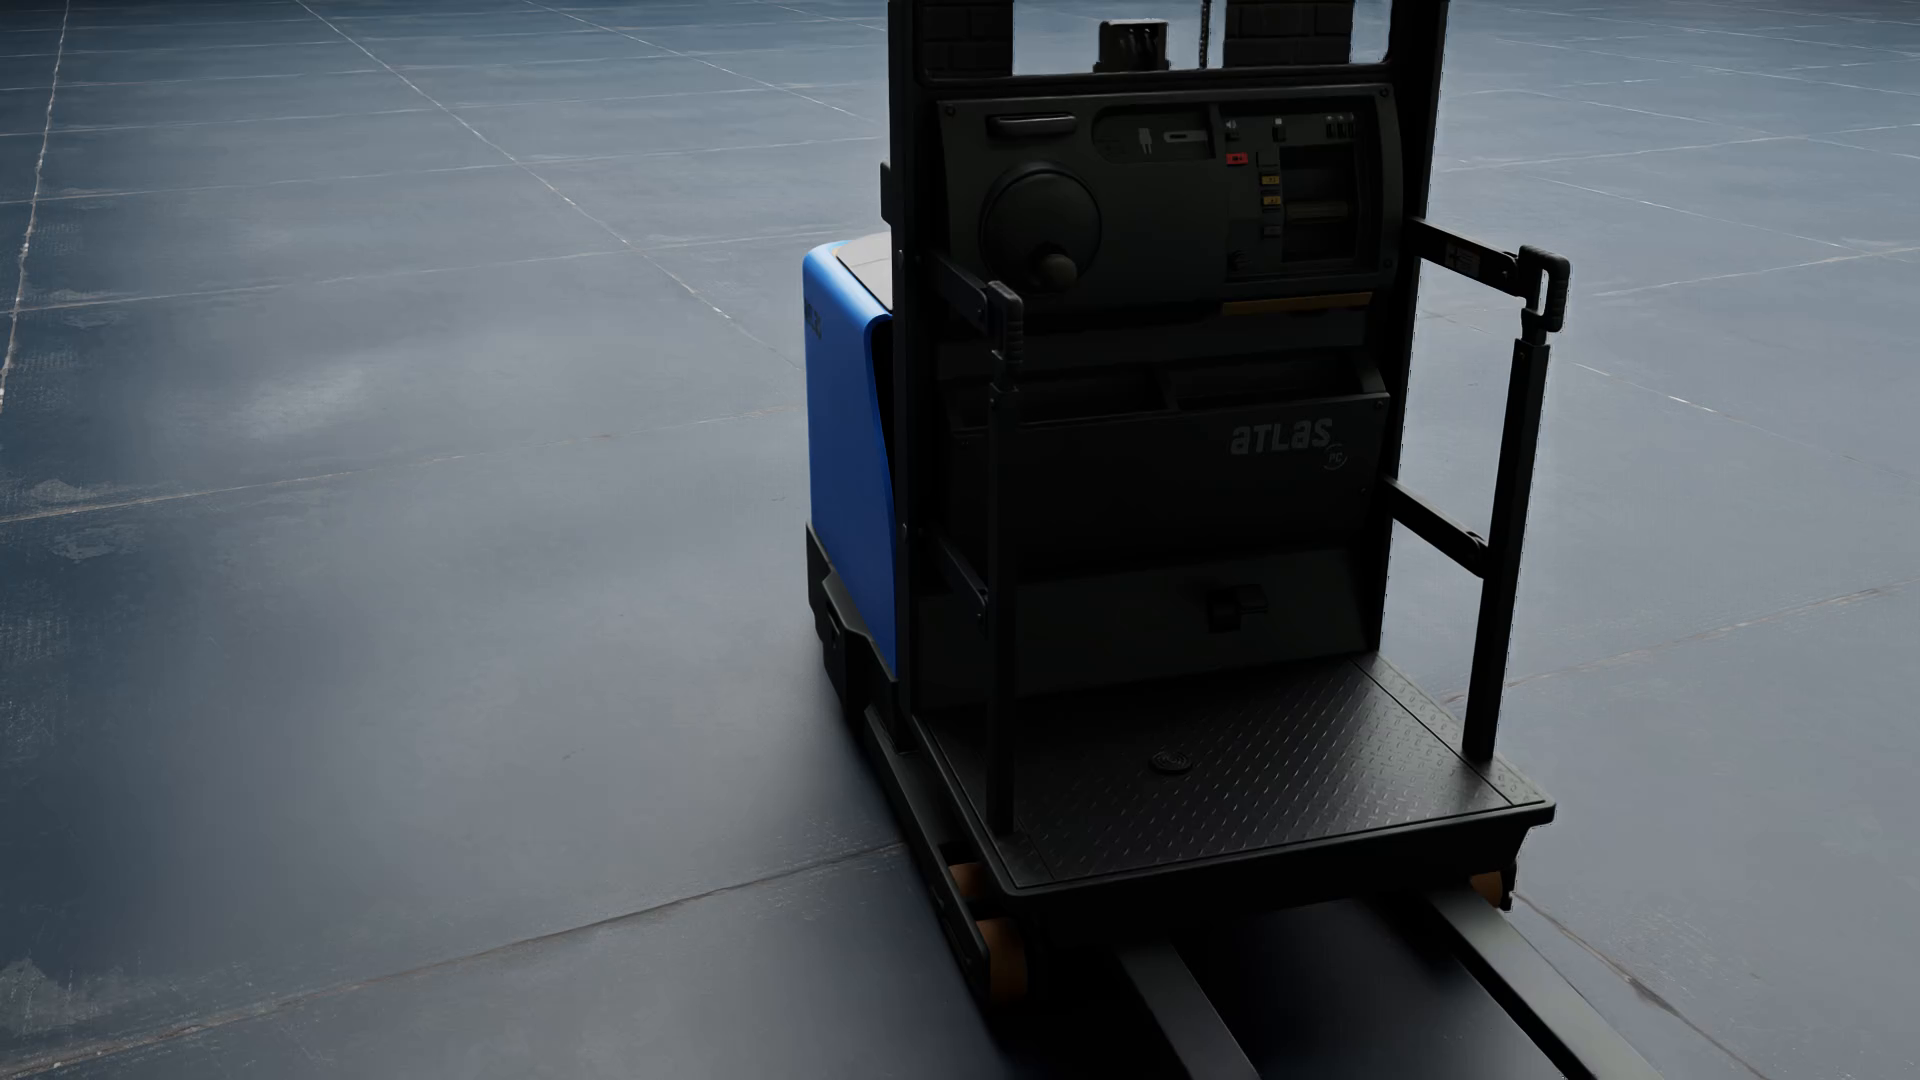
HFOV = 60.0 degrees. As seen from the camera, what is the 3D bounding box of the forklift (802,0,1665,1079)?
[{"bbox_3d":[0.473,-0.645,2.976,1.130,2.935,3.031,-6,23,-15],"label":"forklift"}]
